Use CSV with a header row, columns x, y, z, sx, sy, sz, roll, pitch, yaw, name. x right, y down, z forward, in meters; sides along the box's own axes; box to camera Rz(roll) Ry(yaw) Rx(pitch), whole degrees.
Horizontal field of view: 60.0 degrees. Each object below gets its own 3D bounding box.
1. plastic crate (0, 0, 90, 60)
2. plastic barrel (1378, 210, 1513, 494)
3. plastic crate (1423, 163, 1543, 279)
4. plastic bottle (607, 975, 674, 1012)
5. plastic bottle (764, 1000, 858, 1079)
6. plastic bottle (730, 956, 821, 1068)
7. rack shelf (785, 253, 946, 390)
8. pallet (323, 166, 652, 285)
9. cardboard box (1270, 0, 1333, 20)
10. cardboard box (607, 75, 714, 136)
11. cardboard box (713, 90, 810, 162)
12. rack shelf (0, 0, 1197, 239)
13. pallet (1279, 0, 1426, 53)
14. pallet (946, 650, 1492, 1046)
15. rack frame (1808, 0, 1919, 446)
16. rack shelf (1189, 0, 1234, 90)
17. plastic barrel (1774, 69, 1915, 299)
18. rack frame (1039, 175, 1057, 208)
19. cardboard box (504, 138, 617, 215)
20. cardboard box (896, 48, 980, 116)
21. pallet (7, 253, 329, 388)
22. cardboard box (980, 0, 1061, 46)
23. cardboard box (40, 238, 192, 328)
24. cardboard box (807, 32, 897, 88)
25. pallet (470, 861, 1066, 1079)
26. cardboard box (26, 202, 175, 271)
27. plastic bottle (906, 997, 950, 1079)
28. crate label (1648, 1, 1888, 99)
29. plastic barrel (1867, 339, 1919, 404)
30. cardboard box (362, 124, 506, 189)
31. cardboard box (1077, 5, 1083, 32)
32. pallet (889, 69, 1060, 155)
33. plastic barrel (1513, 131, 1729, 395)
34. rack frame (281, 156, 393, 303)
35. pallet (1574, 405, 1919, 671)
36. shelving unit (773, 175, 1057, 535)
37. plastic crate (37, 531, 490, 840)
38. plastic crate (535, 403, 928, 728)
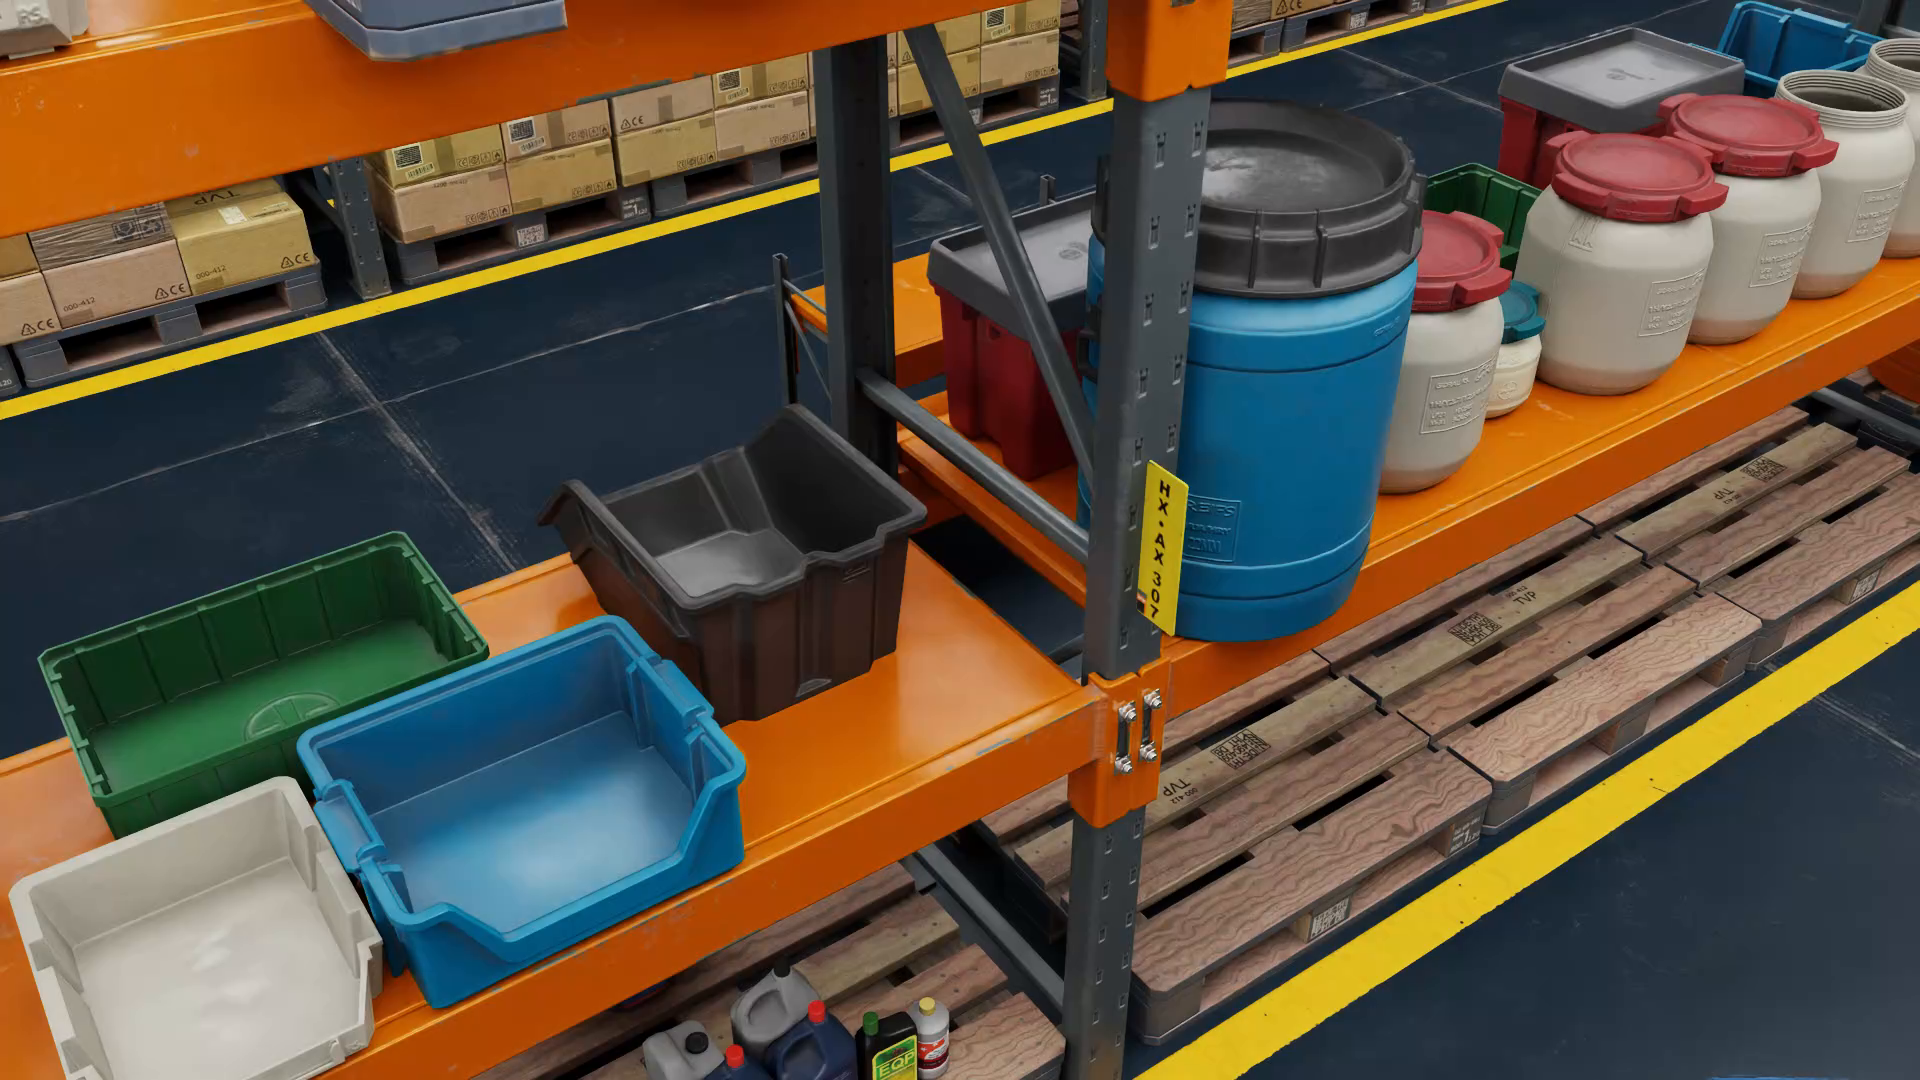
x,y,z,sx,sy,sz,roll,pitch,yaw,name
-1.034,-0.514,1.553,0.396,0.136,0.243,-22,41,-28,plastic crate
0.954,-0.409,3.633,0.433,0.535,0.433,0,36,0,plastic barrel
1.306,-0.771,4.434,0.662,0.188,0.450,-22,41,-28,plastic crate
-0.770,0.903,3.818,0.185,0.351,0.144,-22,41,-28,plastic bottle
-0.315,1.115,3.523,0.185,0.351,0.144,-24,42,-29,plastic bottle
-0.398,1.046,3.619,0.185,0.351,0.144,-22,41,-28,plastic bottle
0.006,-0.697,5.254,1.000,0.278,0.538,-22,41,-28,rack shelf
-2.225,-1.636,7.844,1.213,0.211,1.003,-22,41,-28,pallet
1.839,-3.373,9.634,0.500,0.500,0.500,-23,42,-28,cardboard box
-1.489,-2.144,7.677,0.500,0.311,0.500,-24,42,-29,cardboard box
-1.076,-2.091,8.083,0.500,0.250,0.500,-22,41,-27,cardboard box
-1.589,-0.389,1.769,4.000,0.370,1.077,-22,41,-28,rack shelf
2.093,-3.356,10.235,1.213,0.211,1.003,-22,41,-28,pallet
0.665,0.713,4.578,1.213,0.211,1.003,-22,41,-28,pallet
3.315,-1.482,5.241,0.127,3.000,1.000,-22,41,-28,rack frame
1.680,-1.735,3.640,4.000,0.370,1.077,-22,41,-28,rack shelf
2.253,-0.937,4.389,0.421,0.512,0.421,0,36,0,plastic barrel
0.421,-0.630,5.662,0.032,1.125,0.500,-22,41,-28,rack frame
-1.914,-1.744,7.602,0.500,0.250,0.500,-21,41,-27,cardboard box
-0.244,-2.433,8.559,0.500,0.250,0.500,-23,42,-28,cardboard box
-3.479,-1.122,7.129,1.213,0.211,1.003,-22,41,-28,pallet
0.178,-2.835,8.638,0.500,0.311,0.500,-21,41,-27,cardboard box
-3.472,-1.132,6.750,0.500,0.250,0.500,-22,41,-28,cardboard box
-0.657,-2.489,8.156,0.500,0.311,0.500,-23,41,-28,cardboard box
-0.528,1.202,3.898,1.213,0.211,1.003,-22,41,-28,pallet
-3.474,-1.437,6.532,0.500,0.500,0.500,-22,41,-28,cardboard box
-0.072,1.092,3.683,0.097,0.201,0.097,0,36,0,plastic bottle
2.347,-1.291,4.946,0.616,0.435,0.502,-22,41,-28,crate label
3.705,-0.944,5.992,0.708,0.830,0.600,-22,41,-28,plastic barrel
-2.324,-1.804,7.204,0.500,0.311,0.500,-22,41,-28,cardboard box
1.001,-3.028,9.155,0.500,0.500,0.500,-21,41,-26,cardboard box
-0.231,-2.457,8.985,1.213,0.211,1.003,-22,41,-28,pallet
1.554,-0.655,3.976,0.433,0.535,0.433,0,36,0,plastic barrel
-2.805,-2.502,6.659,0.127,3.000,1.000,-22,41,-28,rack frame
2.659,-0.108,5.719,1.213,0.211,1.003,-22,41,-28,pallet
0.006,-0.459,5.425,1.048,1.125,0.538,-22,41,-28,shelving unit
-1.227,0.272,2.985,0.662,0.188,0.450,-22,41,-28,plastic crate
-0.456,0.004,3.228,0.504,0.338,0.767,-22,41,-28,plastic crate
